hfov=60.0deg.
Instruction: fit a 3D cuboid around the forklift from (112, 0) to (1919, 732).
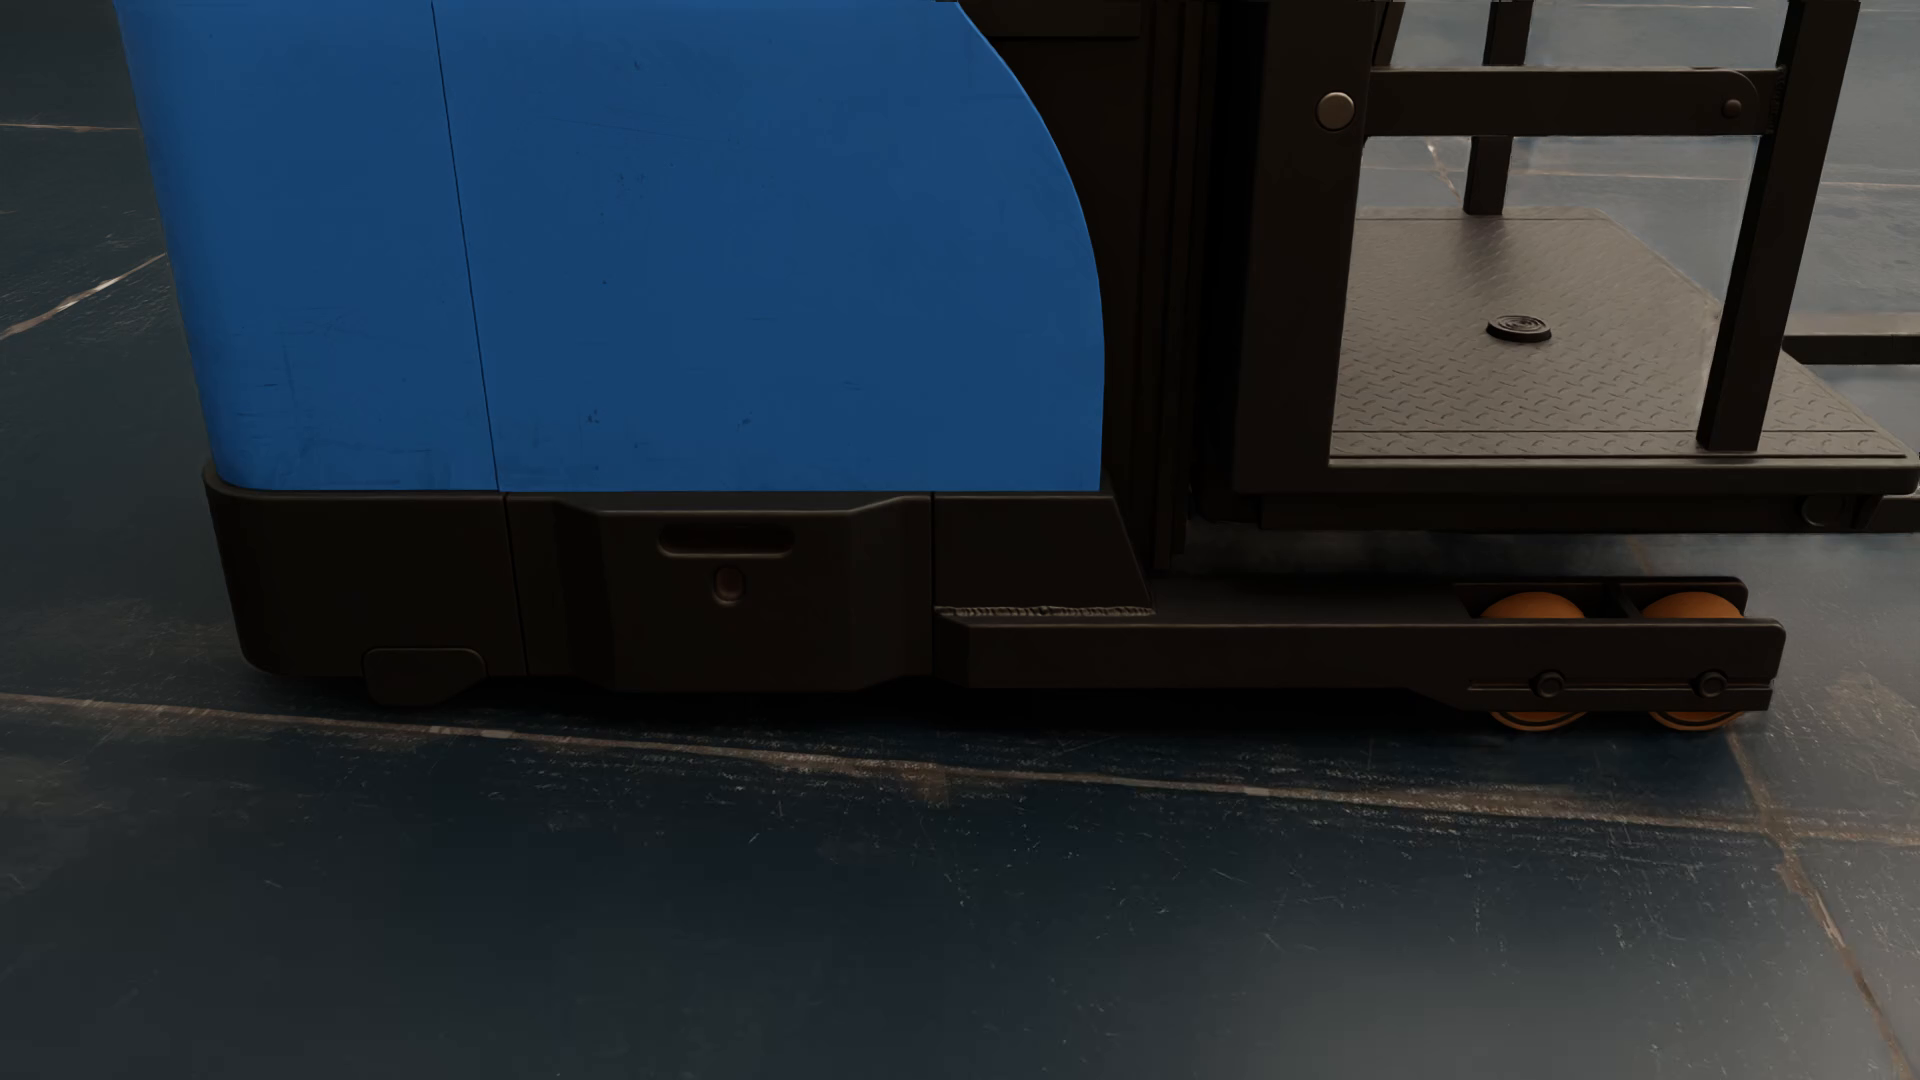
[{"bbox_3d":[0.613,-1.317,1.856,3.031,2.935,1.130,0,27,0],"label":"forklift"}]
